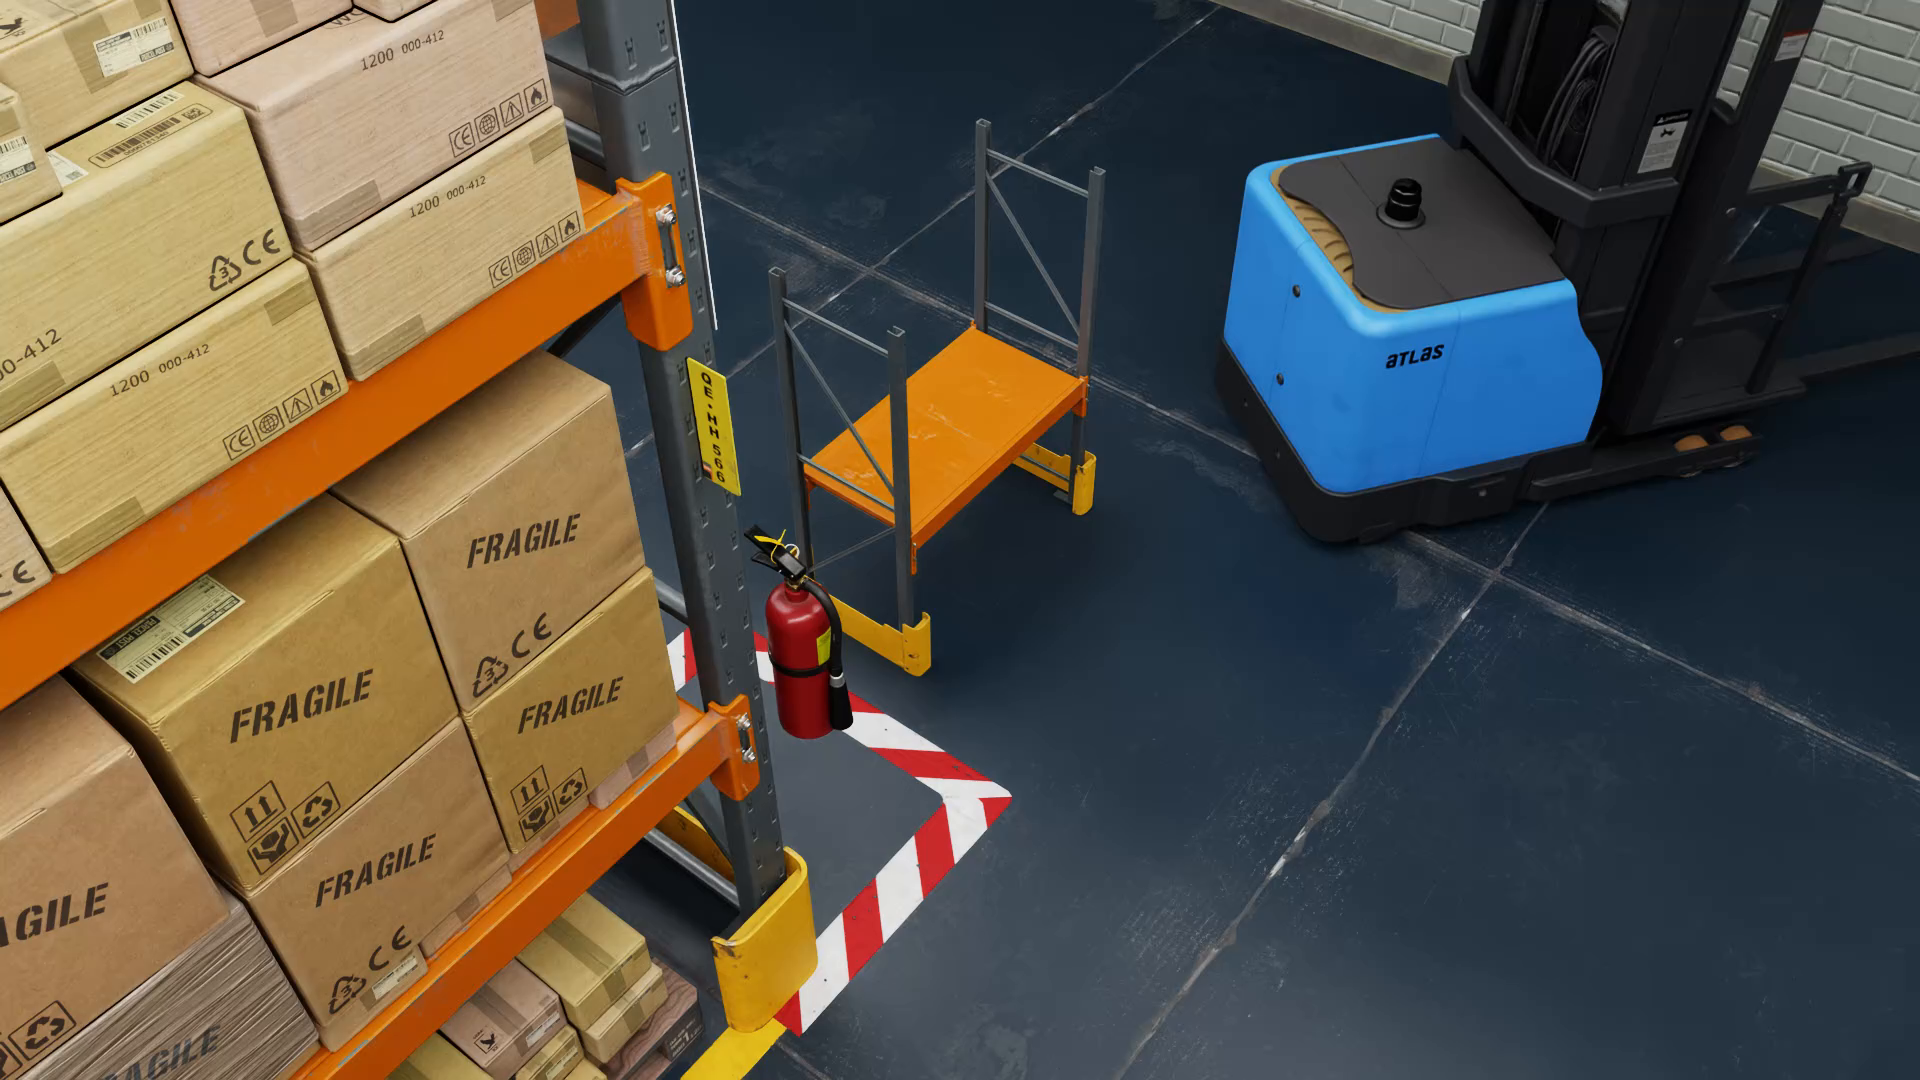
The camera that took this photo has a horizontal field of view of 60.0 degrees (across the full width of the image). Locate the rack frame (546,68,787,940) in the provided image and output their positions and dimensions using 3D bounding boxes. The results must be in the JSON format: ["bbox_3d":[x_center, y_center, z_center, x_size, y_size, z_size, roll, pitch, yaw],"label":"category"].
[{"bbox_3d":[-0.924,0.027,4.150,1.000,3.000,0.127,29,53,25],"label":"rack frame"}]

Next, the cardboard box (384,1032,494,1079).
[{"bbox_3d":[-1.304,1.399,4.109,0.380,0.149,0.250,28,52,24],"label":"cardboard box"}]

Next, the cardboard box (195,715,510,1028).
[{"bbox_3d":[-1.314,0.553,3.372,0.500,0.500,0.500,28,53,24],"label":"cardboard box"}]

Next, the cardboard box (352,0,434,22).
[{"bbox_3d":[-0.895,-0.947,2.488,0.380,0.149,0.250,29,53,25],"label":"cardboard box"}]

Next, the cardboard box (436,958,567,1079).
[{"bbox_3d":[-1.246,1.195,4.304,0.380,0.149,0.250,30,53,26],"label":"cardboard box"}]

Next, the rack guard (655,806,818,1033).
[{"bbox_3d":[-0.971,0.934,5.012,1.175,0.500,0.348,29,53,25],"label":"rack guard"}]

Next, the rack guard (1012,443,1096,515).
[{"bbox_3d":[0.258,-0.328,6.390,0.587,0.250,0.087,29,53,25],"label":"rack guard"}]

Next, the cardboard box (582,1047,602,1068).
[{"bbox_3d":[-1.081,1.260,4.653,0.380,0.149,0.250,30,53,26],"label":"cardboard box"}]

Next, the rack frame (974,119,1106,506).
[{"bbox_3d":[0.259,-0.760,5.939,0.500,1.500,0.032,29,53,25],"label":"rack frame"}]

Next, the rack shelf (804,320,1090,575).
[{"bbox_3d":[-0.052,-0.345,5.791,0.538,0.185,1.000,29,53,25],"label":"rack shelf"}]

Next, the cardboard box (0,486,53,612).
[{"bbox_3d":[-1.613,-0.007,2.211,0.500,0.250,0.500,31,54,26],"label":"cardboard box"}]

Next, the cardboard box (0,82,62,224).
[{"bbox_3d":[-1.355,-0.503,2.064,0.380,0.149,0.250,30,53,26],"label":"cardboard box"}]

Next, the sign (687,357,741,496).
[{"bbox_3d":[-0.497,-0.225,3.371,0.100,0.325,0.005,29,53,25],"label":"sign"}]

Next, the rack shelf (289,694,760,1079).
[{"bbox_3d":[-2.147,1.420,3.317,1.077,0.370,4.000,29,53,25],"label":"rack shelf"}]

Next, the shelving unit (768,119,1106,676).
[{"bbox_3d":[-0.047,-0.474,5.666,0.587,1.500,1.083,29,53,25],"label":"shelving unit"}]

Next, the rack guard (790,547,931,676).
[{"bbox_3d":[-0.351,0.242,5.846,0.587,0.250,0.087,29,53,25],"label":"rack guard"}]

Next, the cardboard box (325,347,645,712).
[{"bbox_3d":[-1.007,-0.084,3.289,0.500,0.500,0.500,28,52,24],"label":"cardboard box"}]

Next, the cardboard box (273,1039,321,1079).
[{"bbox_3d":[-1.545,0.995,3.398,0.380,0.149,0.250,27,52,23],"label":"cardboard box"}]

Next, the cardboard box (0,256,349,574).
[{"bbox_3d":[-1.299,-0.285,2.477,0.500,0.250,0.500,29,53,25],"label":"cardboard box"}]

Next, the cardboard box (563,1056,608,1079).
[{"bbox_3d":[-1.158,1.452,4.469,0.380,0.149,0.250,31,54,26],"label":"cardboard box"}]

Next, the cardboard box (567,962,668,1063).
[{"bbox_3d":[-1.021,1.192,4.512,0.380,0.149,0.250,28,52,24],"label":"cardboard box"}]

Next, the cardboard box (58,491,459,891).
[{"bbox_3d":[-1.317,0.206,3.012,0.500,0.500,0.500,27,52,24],"label":"cardboard box"}]

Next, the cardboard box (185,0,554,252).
[{"bbox_3d":[-1.005,-0.754,2.579,0.500,0.250,0.500,28,52,24],"label":"cardboard box"}]

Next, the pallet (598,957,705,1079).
[{"bbox_3d":[-1.495,1.483,4.687,1.003,0.211,1.213,29,53,25],"label":"pallet"}]

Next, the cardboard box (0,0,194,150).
[{"bbox_3d":[-1.280,-0.702,2.254,0.380,0.149,0.250,28,52,24],"label":"cardboard box"}]

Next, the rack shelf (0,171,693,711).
[{"bbox_3d":[-2.147,0.384,2.232,1.077,0.370,4.000,29,53,25],"label":"rack shelf"}]

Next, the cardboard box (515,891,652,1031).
[{"bbox_3d":[-1.047,1.076,4.417,0.380,0.149,0.250,30,53,25],"label":"cardboard box"}]

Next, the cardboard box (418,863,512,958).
[{"bbox_3d":[-1.223,0.701,3.679,0.380,0.149,0.250,29,53,25],"label":"cardboard box"}]

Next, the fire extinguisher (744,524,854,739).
[{"bbox_3d":[-0.405,0.243,4.255,0.296,0.674,0.183,29,53,25],"label":"fire extinguisher"}]

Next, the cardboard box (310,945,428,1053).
[{"bbox_3d":[-1.361,0.858,3.530,0.380,0.149,0.250,31,54,26],"label":"cardboard box"}]

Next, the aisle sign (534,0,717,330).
[{"bbox_3d":[-0.642,-0.780,3.123,0.394,0.787,0.004,29,53,25],"label":"aisle sign"}]

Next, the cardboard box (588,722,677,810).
[{"bbox_3d":[-0.900,0.425,3.943,0.380,0.149,0.250,29,53,25],"label":"cardboard box"}]

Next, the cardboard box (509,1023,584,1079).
[{"bbox_3d":[-1.224,1.318,4.392,0.380,0.149,0.250,28,52,24],"label":"cardboard box"}]

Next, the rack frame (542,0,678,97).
[{"bbox_3d":[-0.924,-2.045,1.980,1.000,3.000,0.127,29,53,25],"label":"rack frame"}]

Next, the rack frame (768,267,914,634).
[{"bbox_3d":[-0.363,-0.178,5.383,0.500,1.500,0.032,29,53,25],"label":"rack frame"}]

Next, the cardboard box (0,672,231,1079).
[{"bbox_3d":[-1.628,0.508,2.724,0.500,0.500,0.500,32,54,27],"label":"cardboard box"}]

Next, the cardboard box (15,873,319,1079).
[{"bbox_3d":[-1.617,0.848,3.091,0.500,0.500,0.500,29,53,25],"label":"cardboard box"}]

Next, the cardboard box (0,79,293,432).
[{"bbox_3d":[-1.316,-0.461,2.299,0.500,0.250,0.500,28,52,24],"label":"cardboard box"}]

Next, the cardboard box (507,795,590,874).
[{"bbox_3d":[-1.082,0.551,3.823,0.380,0.149,0.250,29,53,25],"label":"cardboard box"}]

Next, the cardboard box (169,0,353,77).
[{"bbox_3d":[-1.106,-0.840,2.386,0.380,0.149,0.250,30,53,25],"label":"cardboard box"}]

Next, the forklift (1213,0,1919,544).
[{"bbox_3d":[2.607,-1.613,5.764,3.031,2.935,1.130,-12,48,-11],"label":"forklift"}]

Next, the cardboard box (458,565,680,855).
[{"bbox_3d":[-0.995,0.261,3.652,0.500,0.500,0.500,30,53,26],"label":"cardboard box"}]

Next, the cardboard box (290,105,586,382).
[{"bbox_3d":[-0.993,-0.580,2.759,0.500,0.250,0.500,28,52,24],"label":"cardboard box"}]
